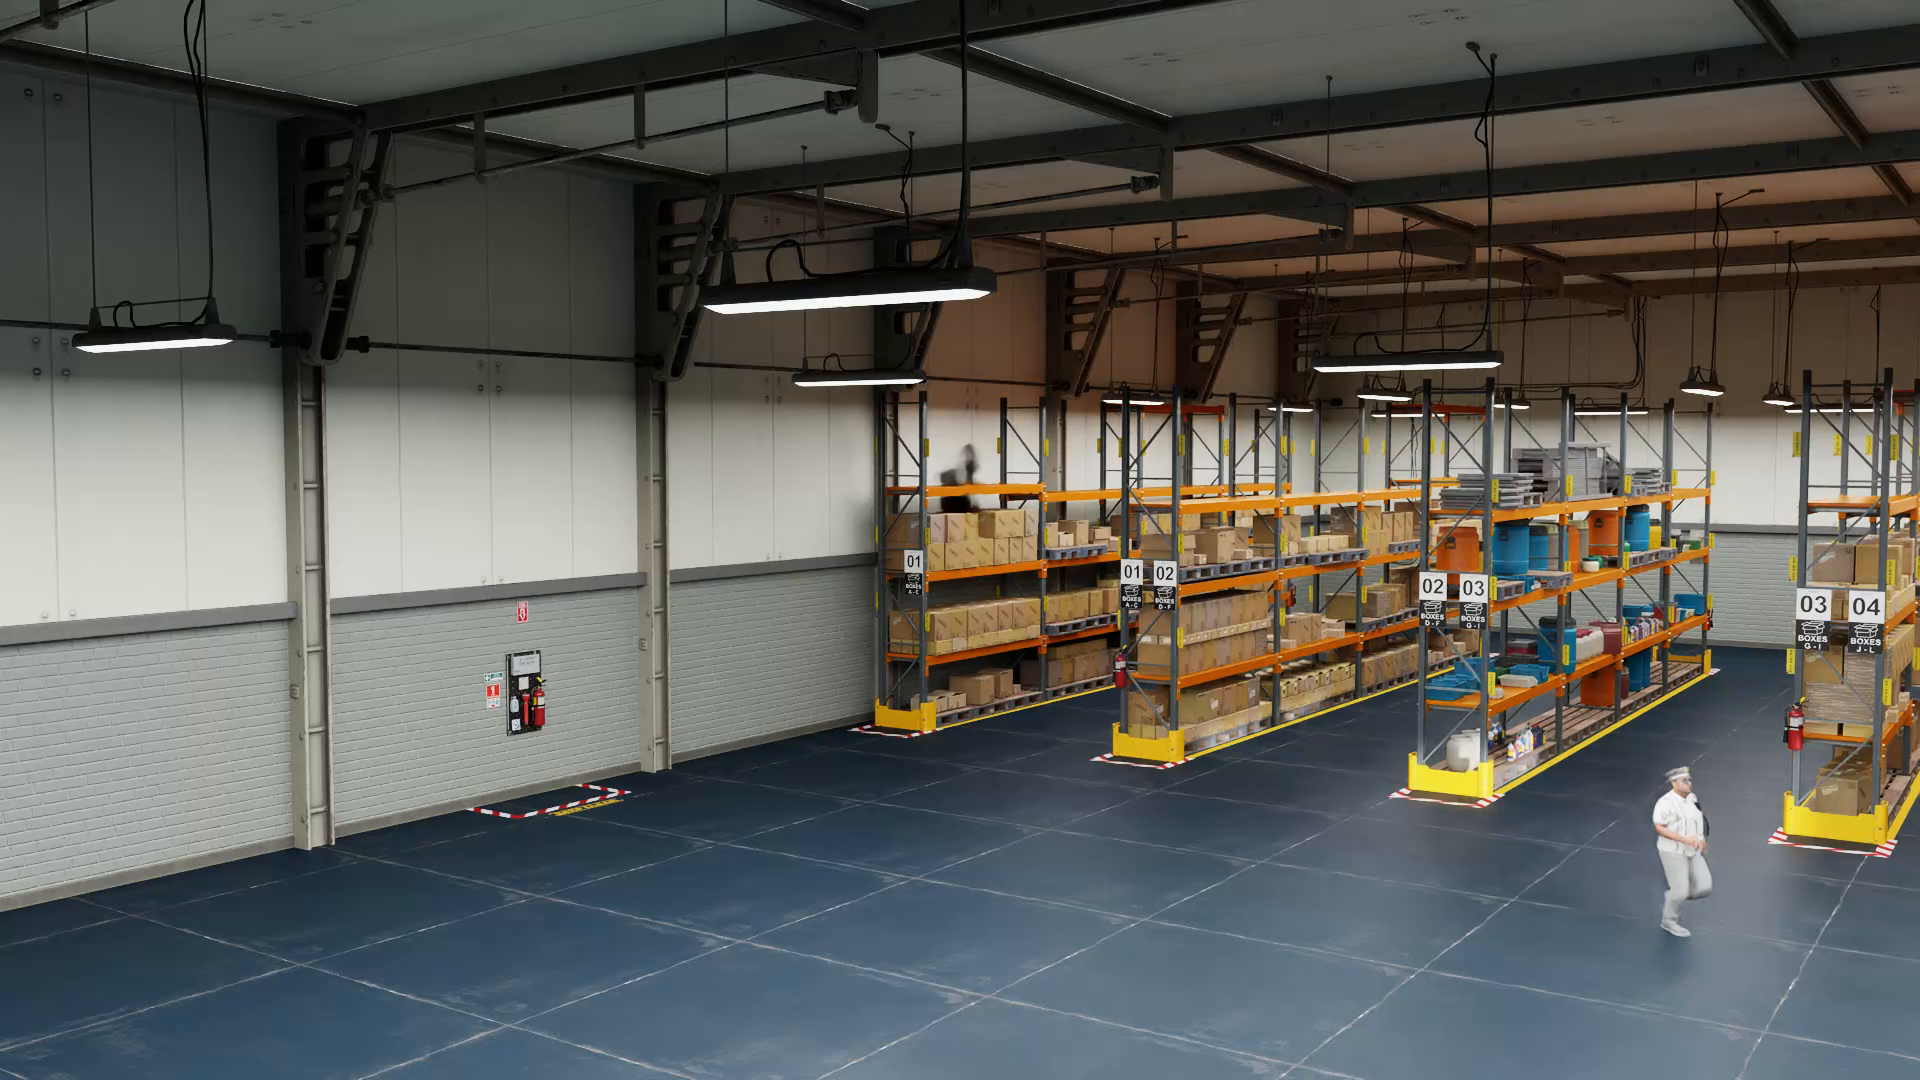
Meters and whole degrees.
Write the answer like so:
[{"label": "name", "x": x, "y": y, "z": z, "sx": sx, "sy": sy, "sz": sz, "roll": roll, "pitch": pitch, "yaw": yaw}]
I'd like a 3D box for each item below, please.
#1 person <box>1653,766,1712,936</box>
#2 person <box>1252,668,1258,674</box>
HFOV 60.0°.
[{"label": "person", "x": 7.442, "y": 3.188, "z": 17.064, "sx": 0.660, "sy": 1.743, "sz": 0.560, "roll": -2, "pitch": 4, "yaw": -27}, {"label": "person", "x": 6.025, "y": 2.300, "z": 34.963, "sx": 0.542, "sy": 1.483, "sz": 0.886, "roll": 2, "pitch": 4, "yaw": 28}]
